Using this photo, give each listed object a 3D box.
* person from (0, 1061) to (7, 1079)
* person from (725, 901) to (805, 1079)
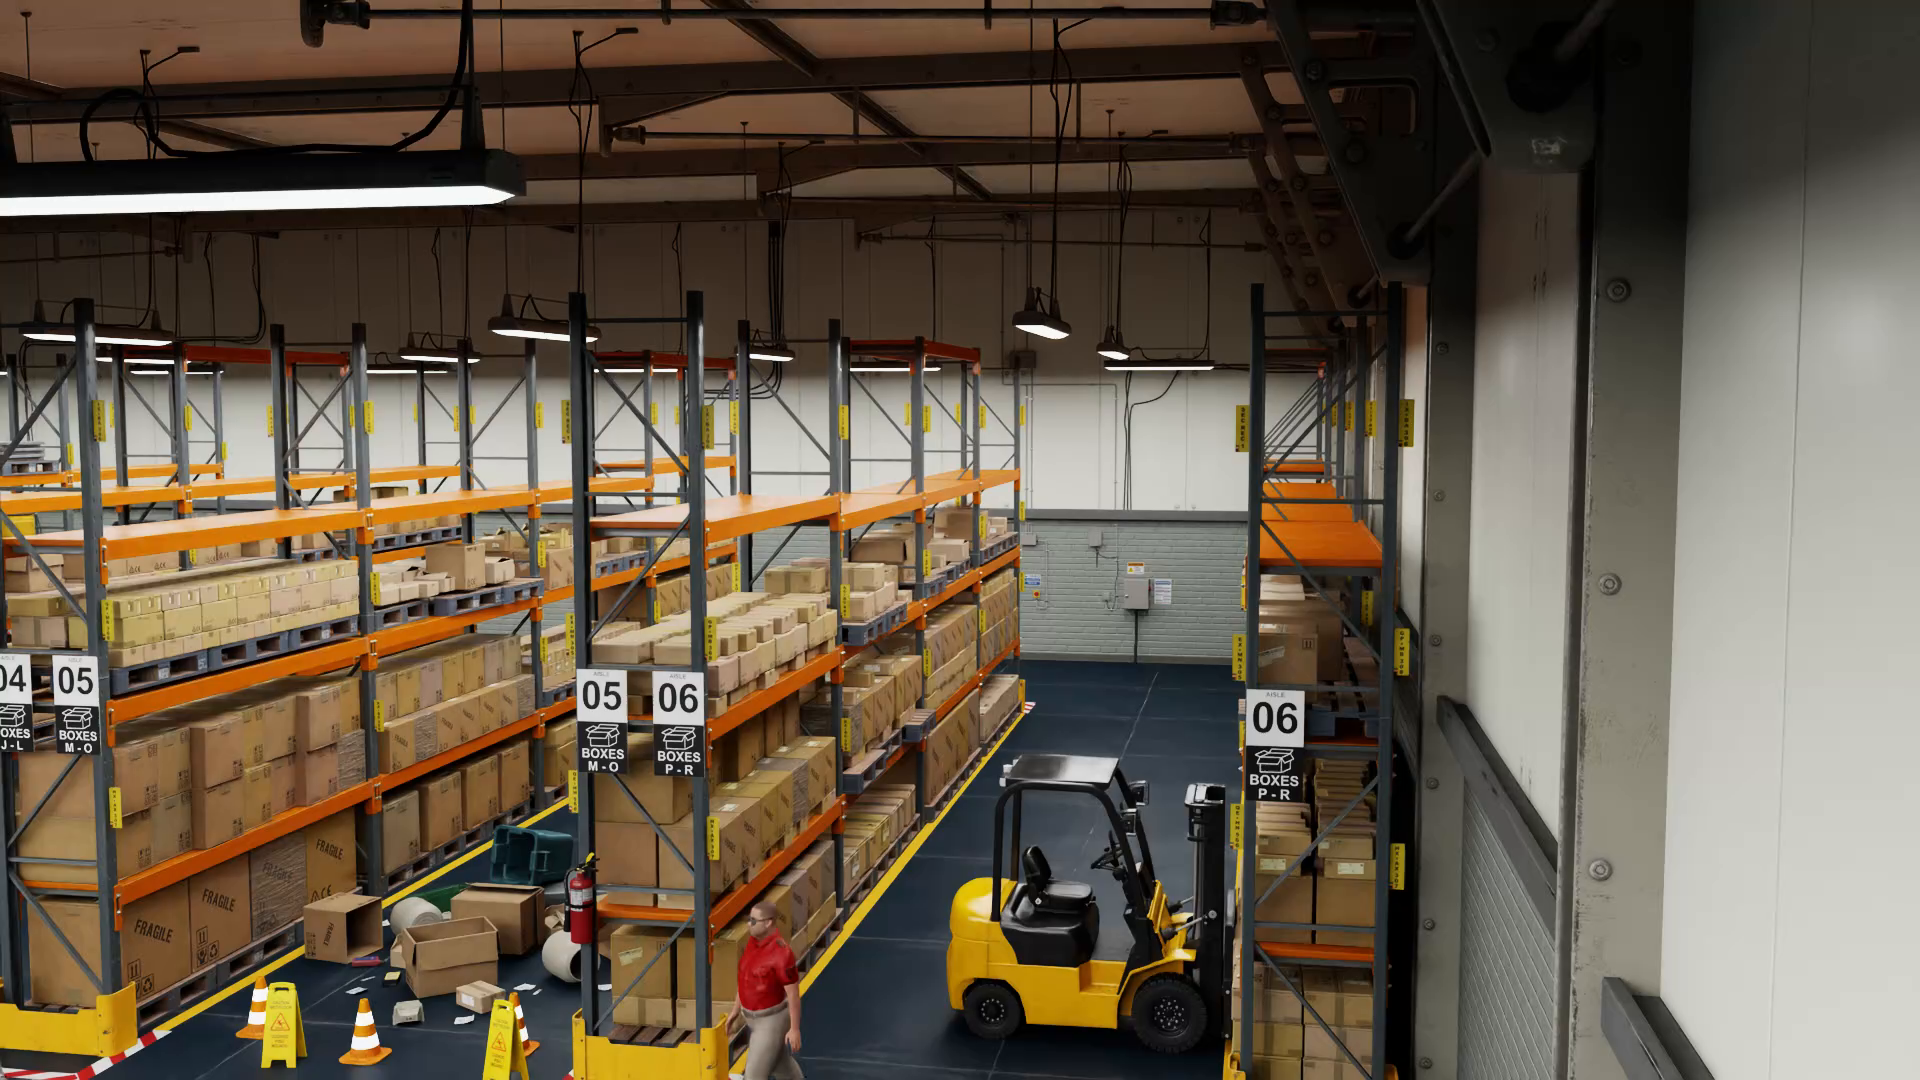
[{"bbox_3d":[-7.548,3.347,12.411,0.837,1.626,0.517,1,5,17],"label":"person"},{"bbox_3d":[-1.447,3.367,11.608,1.004,1.685,0.581,-2,5,-28],"label":"person"}]
